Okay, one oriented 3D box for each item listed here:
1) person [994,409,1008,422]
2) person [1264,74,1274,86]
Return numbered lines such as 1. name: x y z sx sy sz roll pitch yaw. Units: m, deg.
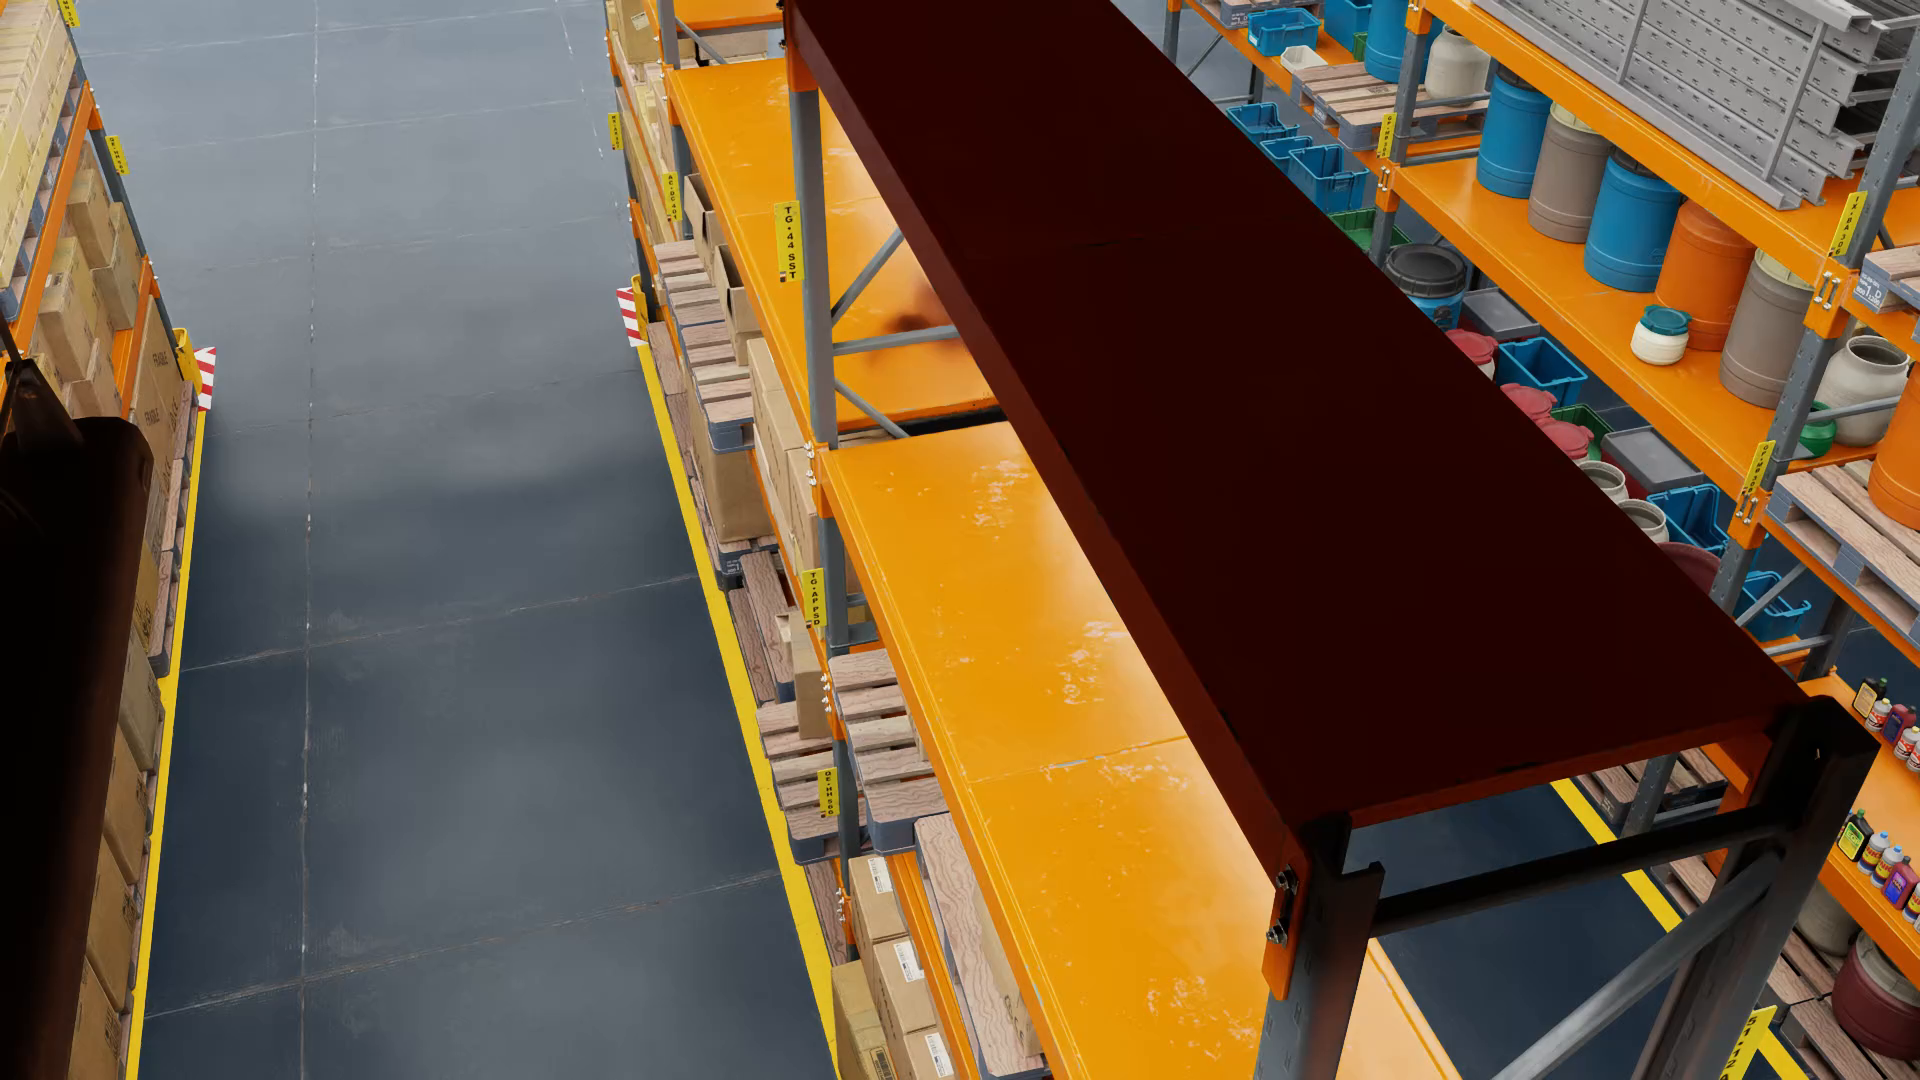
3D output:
1. person: 0.244 -1.367 13.114 0.665 1.851 0.776 -14 40 -17
2. person: 3.940 -5.875 18.968 1.069 1.659 0.542 7 39 9
